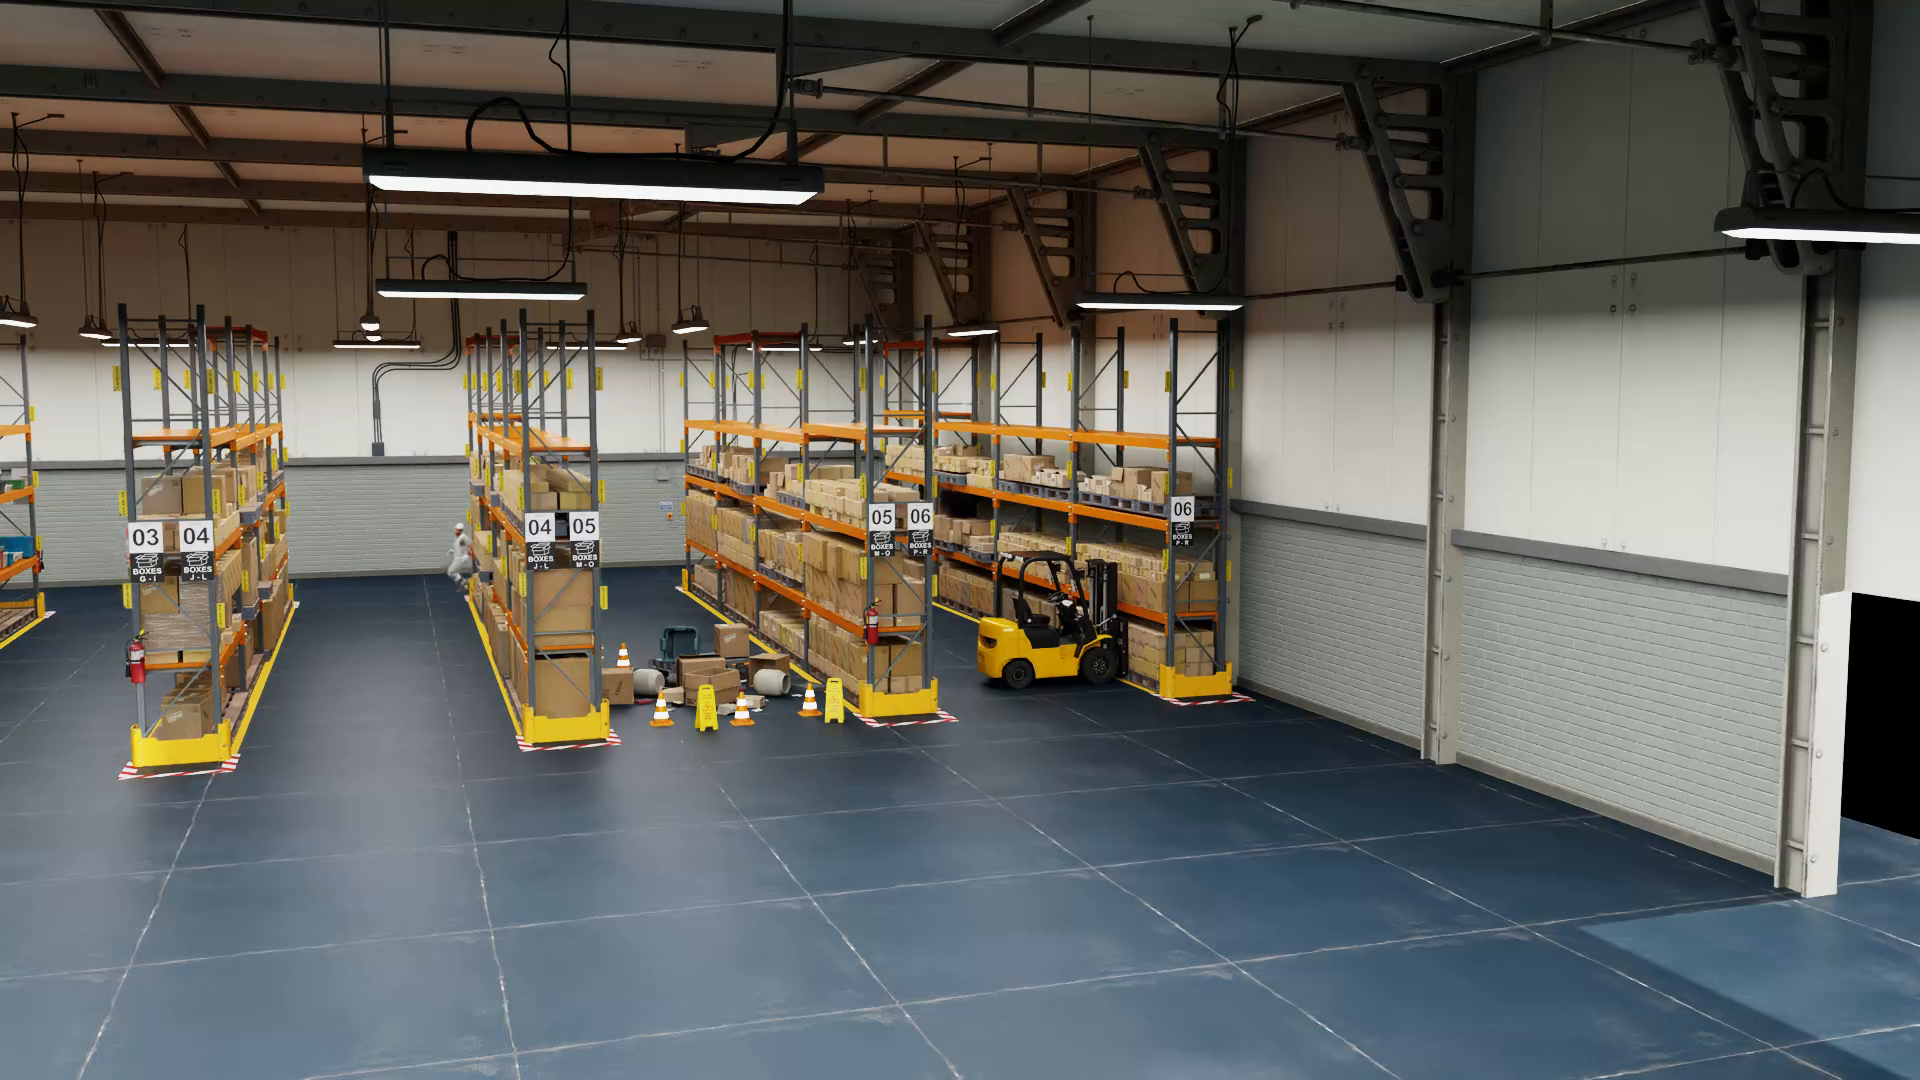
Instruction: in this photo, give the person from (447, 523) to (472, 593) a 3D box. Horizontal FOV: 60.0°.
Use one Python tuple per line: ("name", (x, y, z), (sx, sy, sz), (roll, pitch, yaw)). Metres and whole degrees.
("person", (-11.862, 0.439, 39.344), (0.561, 1.690, 0.752), (-3, 6, -33))
